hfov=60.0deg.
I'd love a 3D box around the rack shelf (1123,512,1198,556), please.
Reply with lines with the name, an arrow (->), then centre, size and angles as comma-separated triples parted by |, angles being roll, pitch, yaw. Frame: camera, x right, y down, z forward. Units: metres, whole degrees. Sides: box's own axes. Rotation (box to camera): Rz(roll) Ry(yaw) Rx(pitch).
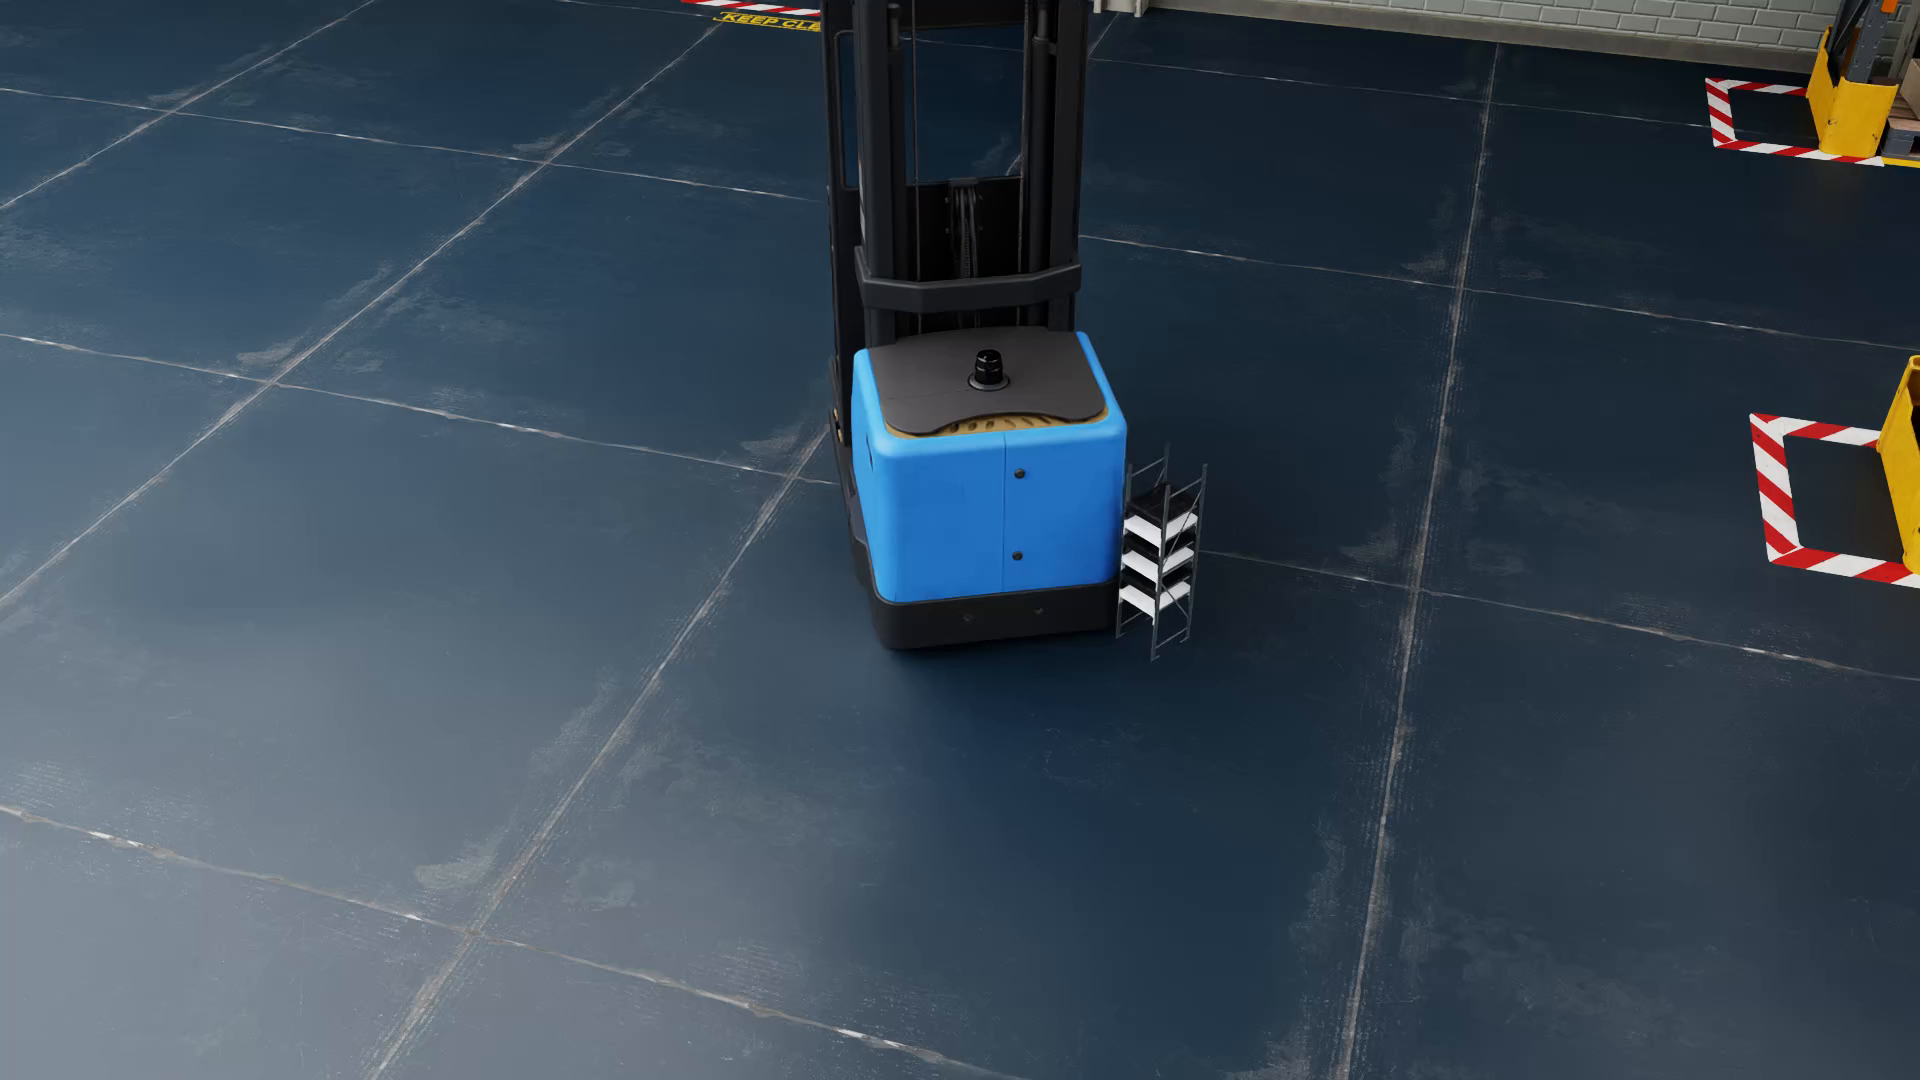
rack shelf -> 0.830, -0.058, 6.822 | 0.258, 0.077, 0.200 | -28, 45, -33

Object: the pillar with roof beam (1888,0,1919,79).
pillar with roof beam -> 5.772, -4.503, 6.276 | 0.400, 9.000, 9.100 | 10, 38, 14

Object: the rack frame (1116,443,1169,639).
rack frame -> 0.762, 0.016, 6.969 | 0.240, 0.900, 0.006 | -28, 45, -33

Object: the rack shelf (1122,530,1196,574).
rack shelf -> 0.830, 0.015, 6.875 | 0.258, 0.077, 0.200 | -28, 45, -33

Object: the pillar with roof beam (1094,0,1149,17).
pillar with roof beam -> 0.045, -5.563, 7.717 | 0.400, 9.000, 9.100 | 10, 38, 14

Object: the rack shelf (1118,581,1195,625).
rack shelf -> 0.830, 0.232, 7.035 | 0.258, 0.077, 0.200 | -28, 45, -33

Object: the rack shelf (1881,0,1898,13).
rack shelf -> 8.039, -3.513, 10.600 | 4.000, 0.370, 1.077 | 10, 38, 14

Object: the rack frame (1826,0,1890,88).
rack frame -> 6.130, -4.157, 10.867 | 0.127, 3.000, 1.000 | 10, 38, 14

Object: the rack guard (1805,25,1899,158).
rack guard -> 6.202, -3.136, 11.590 | 0.348, 0.500, 1.175 | 10, 38, 14

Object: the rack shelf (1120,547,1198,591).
rack shelf -> 0.830, 0.087, 6.928 | 0.258, 0.077, 0.200 | -28, 45, -33

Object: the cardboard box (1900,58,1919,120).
cardboard box -> 6.763, -3.078, 11.298 | 0.500, 0.311, 0.500 | 6, 37, 9

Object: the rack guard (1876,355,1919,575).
rack guard -> 4.633, -0.351, 7.805 | 0.348, 0.500, 1.175 | 10, 38, 14

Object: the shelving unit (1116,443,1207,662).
shelving unit -> 0.830, 0.060, 6.909 | 0.258, 0.900, 0.210 | -28, 45, -33

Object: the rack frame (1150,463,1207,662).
rack frame -> 0.898, 0.105, 6.848 | 0.240, 0.900, 0.006 | -28, 45, -33

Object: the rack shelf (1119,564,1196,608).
rack shelf -> 0.830, 0.160, 6.982 | 0.258, 0.077, 0.200 | -28, 45, -33

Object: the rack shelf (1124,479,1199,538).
rack shelf -> 0.830, -0.130, 6.768 | 0.258, 0.077, 0.200 | -28, 45, -33

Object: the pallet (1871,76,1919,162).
pallet -> 6.967, -2.857, 11.453 | 1.213, 0.211, 1.003 | 10, 38, 14

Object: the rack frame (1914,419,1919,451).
rack frame -> 4.656, -1.353, 7.058 | 0.127, 3.000, 1.000 | 10, 38, 14

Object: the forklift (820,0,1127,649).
forklift -> -0.060, -1.589, 7.436 | 1.130, 2.935, 3.031 | -5, 37, -7
